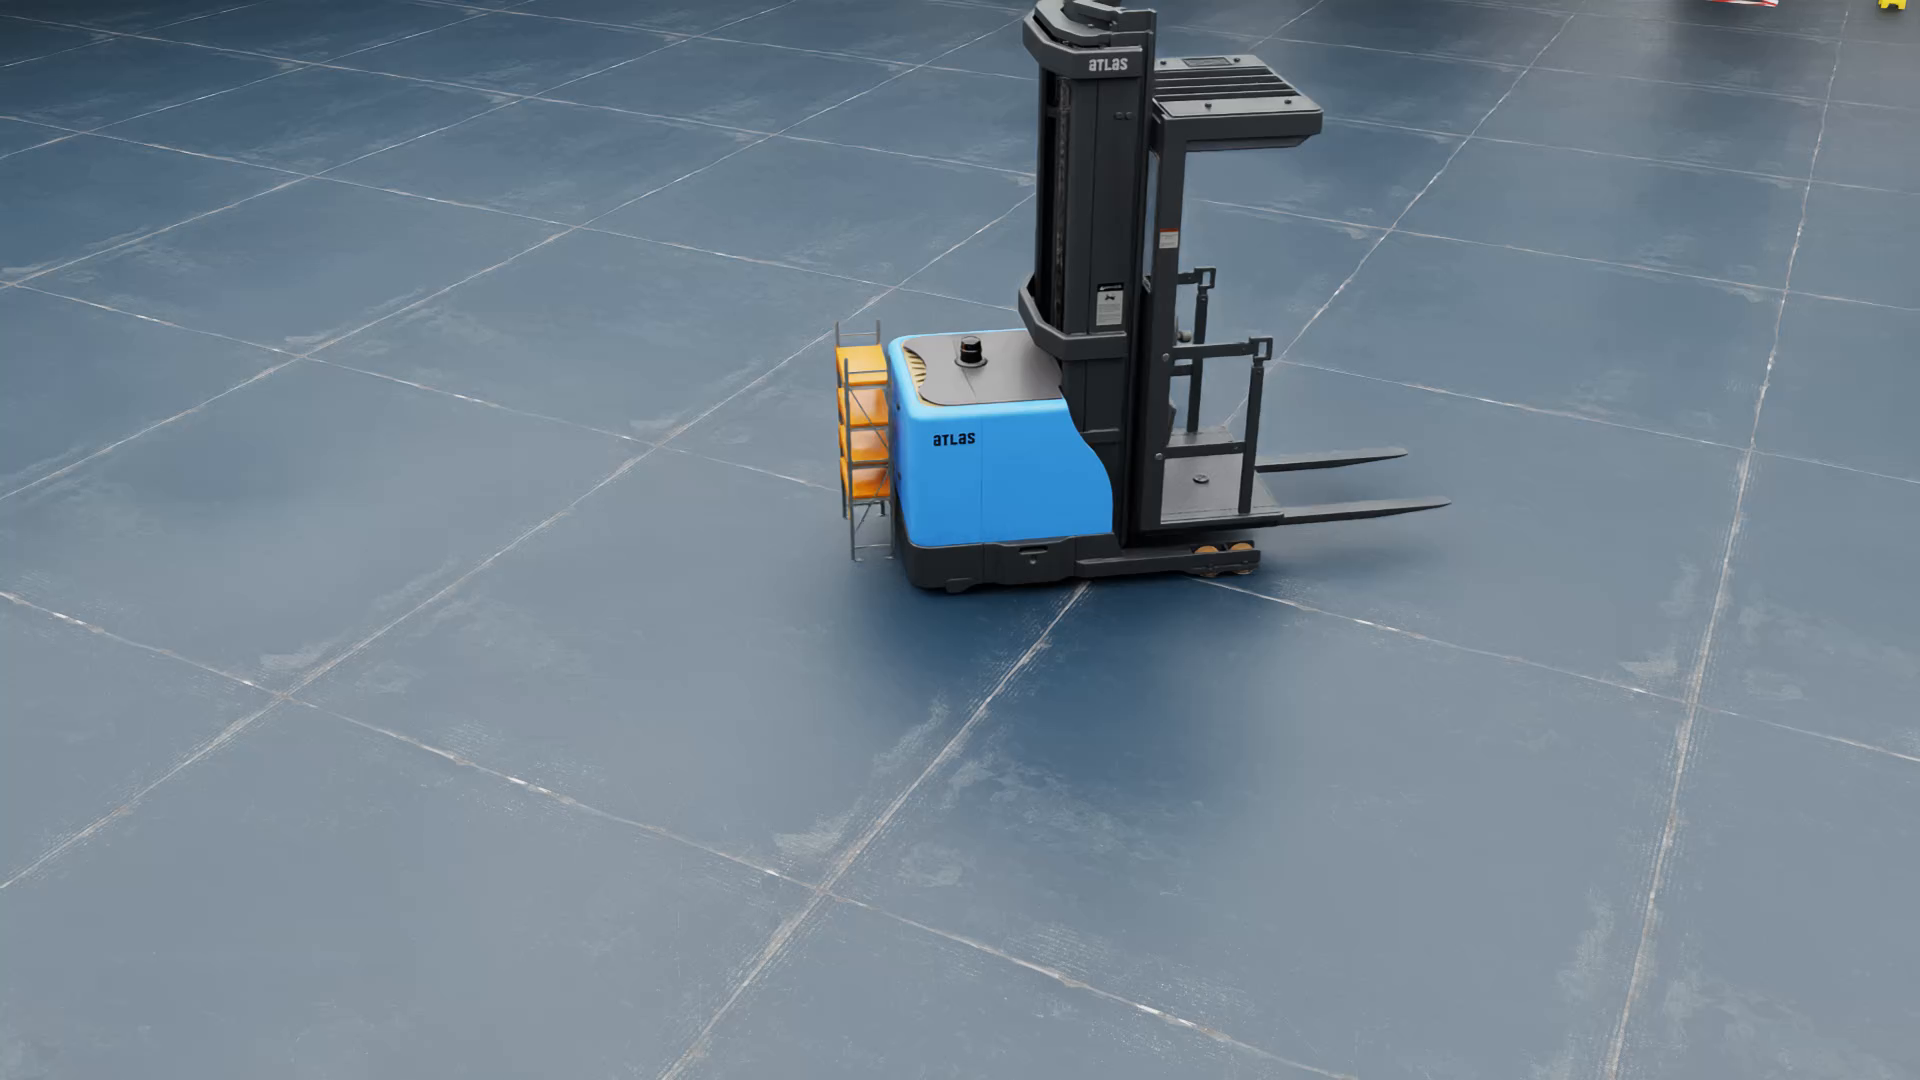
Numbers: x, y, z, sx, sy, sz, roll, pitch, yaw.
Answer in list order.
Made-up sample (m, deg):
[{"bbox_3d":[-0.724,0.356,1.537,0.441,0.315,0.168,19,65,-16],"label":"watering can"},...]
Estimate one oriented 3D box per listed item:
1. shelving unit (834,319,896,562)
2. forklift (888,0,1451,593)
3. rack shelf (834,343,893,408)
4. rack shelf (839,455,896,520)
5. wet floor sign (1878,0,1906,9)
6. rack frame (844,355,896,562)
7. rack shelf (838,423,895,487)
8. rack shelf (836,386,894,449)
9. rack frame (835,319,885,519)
[{"bbox_3d":[-0.510,-0.532,8.971,0.258,1.200,0.503,-5,30,-8],"label":"shelving unit"},{"bbox_3d":[1.160,-1.326,8.616,3.031,2.935,1.130,-5,30,-8],"label":"forklift"},{"bbox_3d":[-0.510,-0.872,8.775,0.258,0.148,0.480,-5,30,-8],"label":"rack shelf"},{"bbox_3d":[-0.510,-0.301,9.103,0.258,0.148,0.480,-5,30,-8],"label":"rack shelf"},{"bbox_3d":[11.735,-7.003,20.796,0.267,0.644,0.232,9,31,15],"label":"wet floor sign"},{"bbox_3d":[-0.471,-0.412,8.762,0.240,1.200,0.015,-5,30,-8],"label":"rack frame"},{"bbox_3d":[-0.510,-0.473,9.004,0.258,0.148,0.480,-5,30,-8],"label":"rack shelf"},{"bbox_3d":[-0.510,-0.667,8.893,0.258,0.148,0.480,-5,30,-8],"label":"rack shelf"},{"bbox_3d":[-0.548,-0.652,9.180,0.240,1.200,0.015,-5,30,-8],"label":"rack frame"}]
